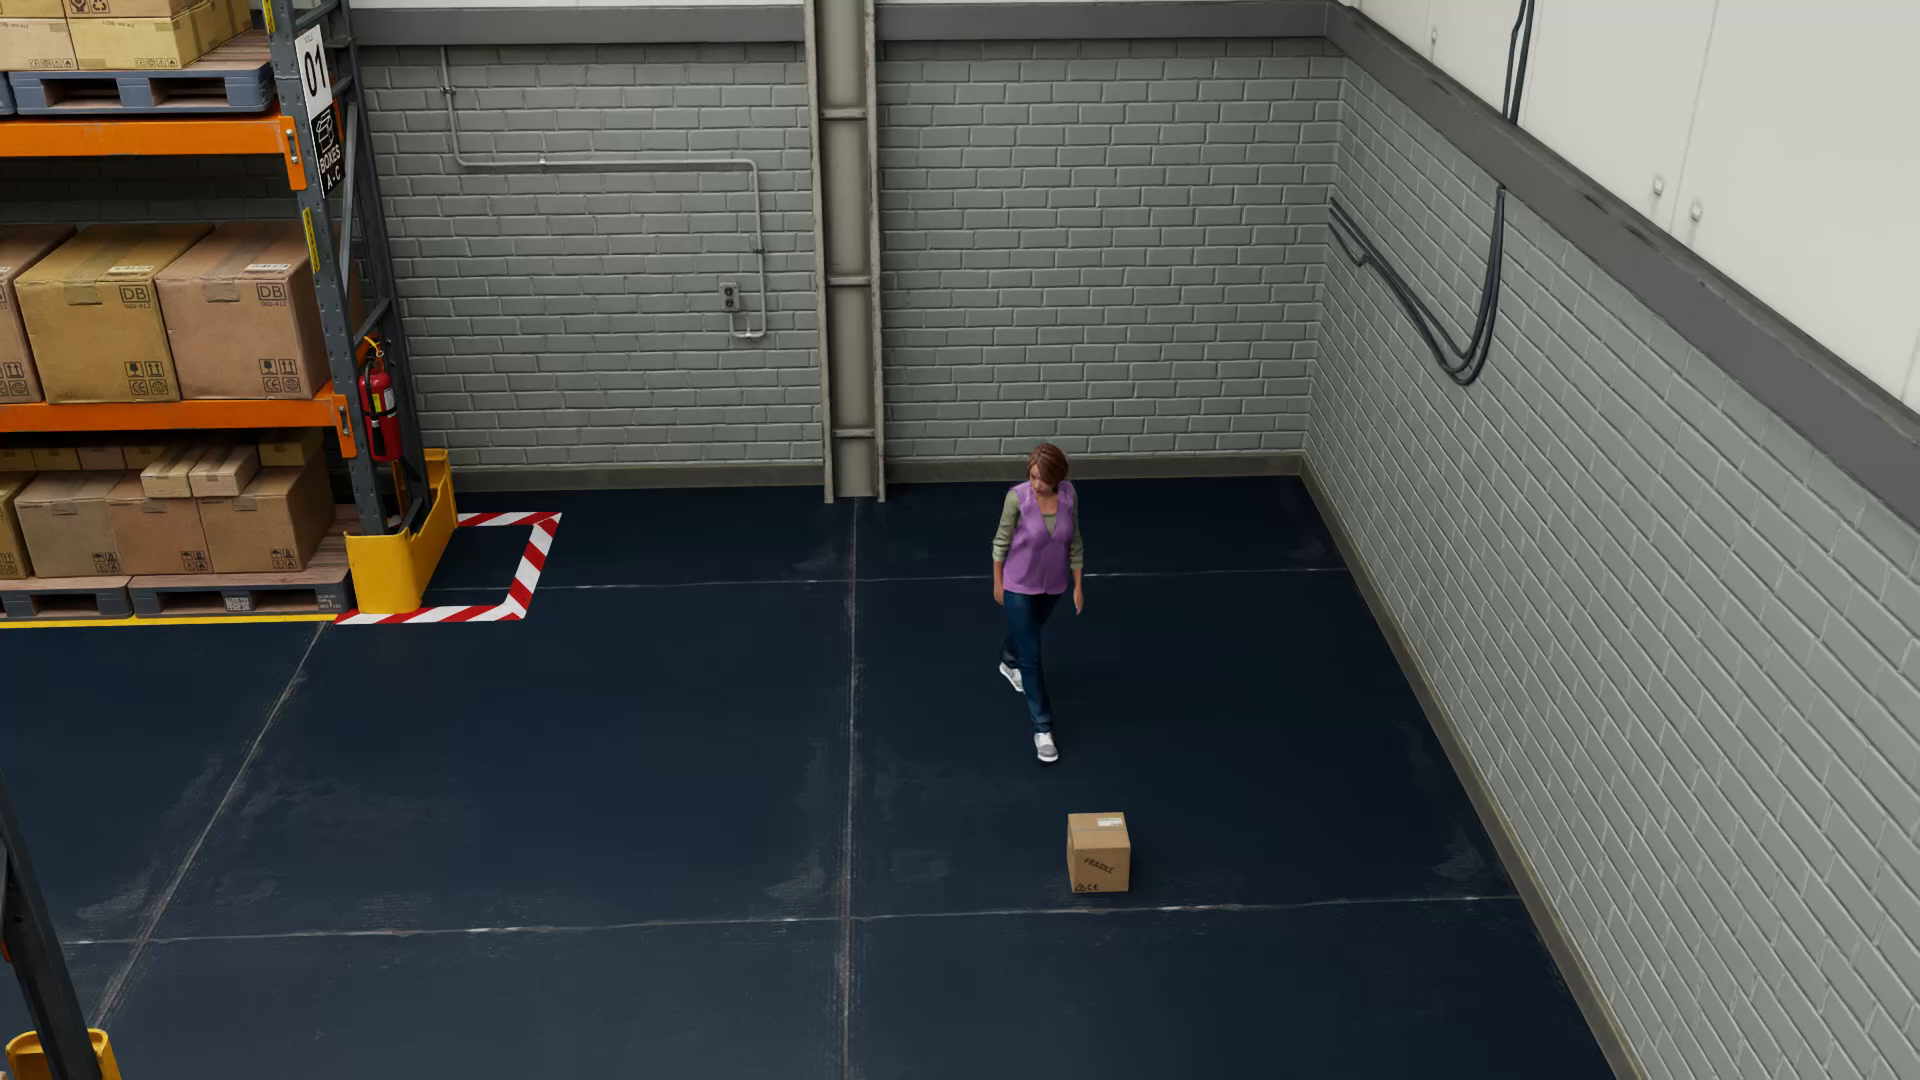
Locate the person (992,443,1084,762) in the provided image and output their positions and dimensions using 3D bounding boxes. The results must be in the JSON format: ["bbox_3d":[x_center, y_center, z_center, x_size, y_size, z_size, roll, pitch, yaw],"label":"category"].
[{"bbox_3d":[0.390,0.218,8.194,0.425,1.543,0.897,-12,30,-22],"label":"person"}]
